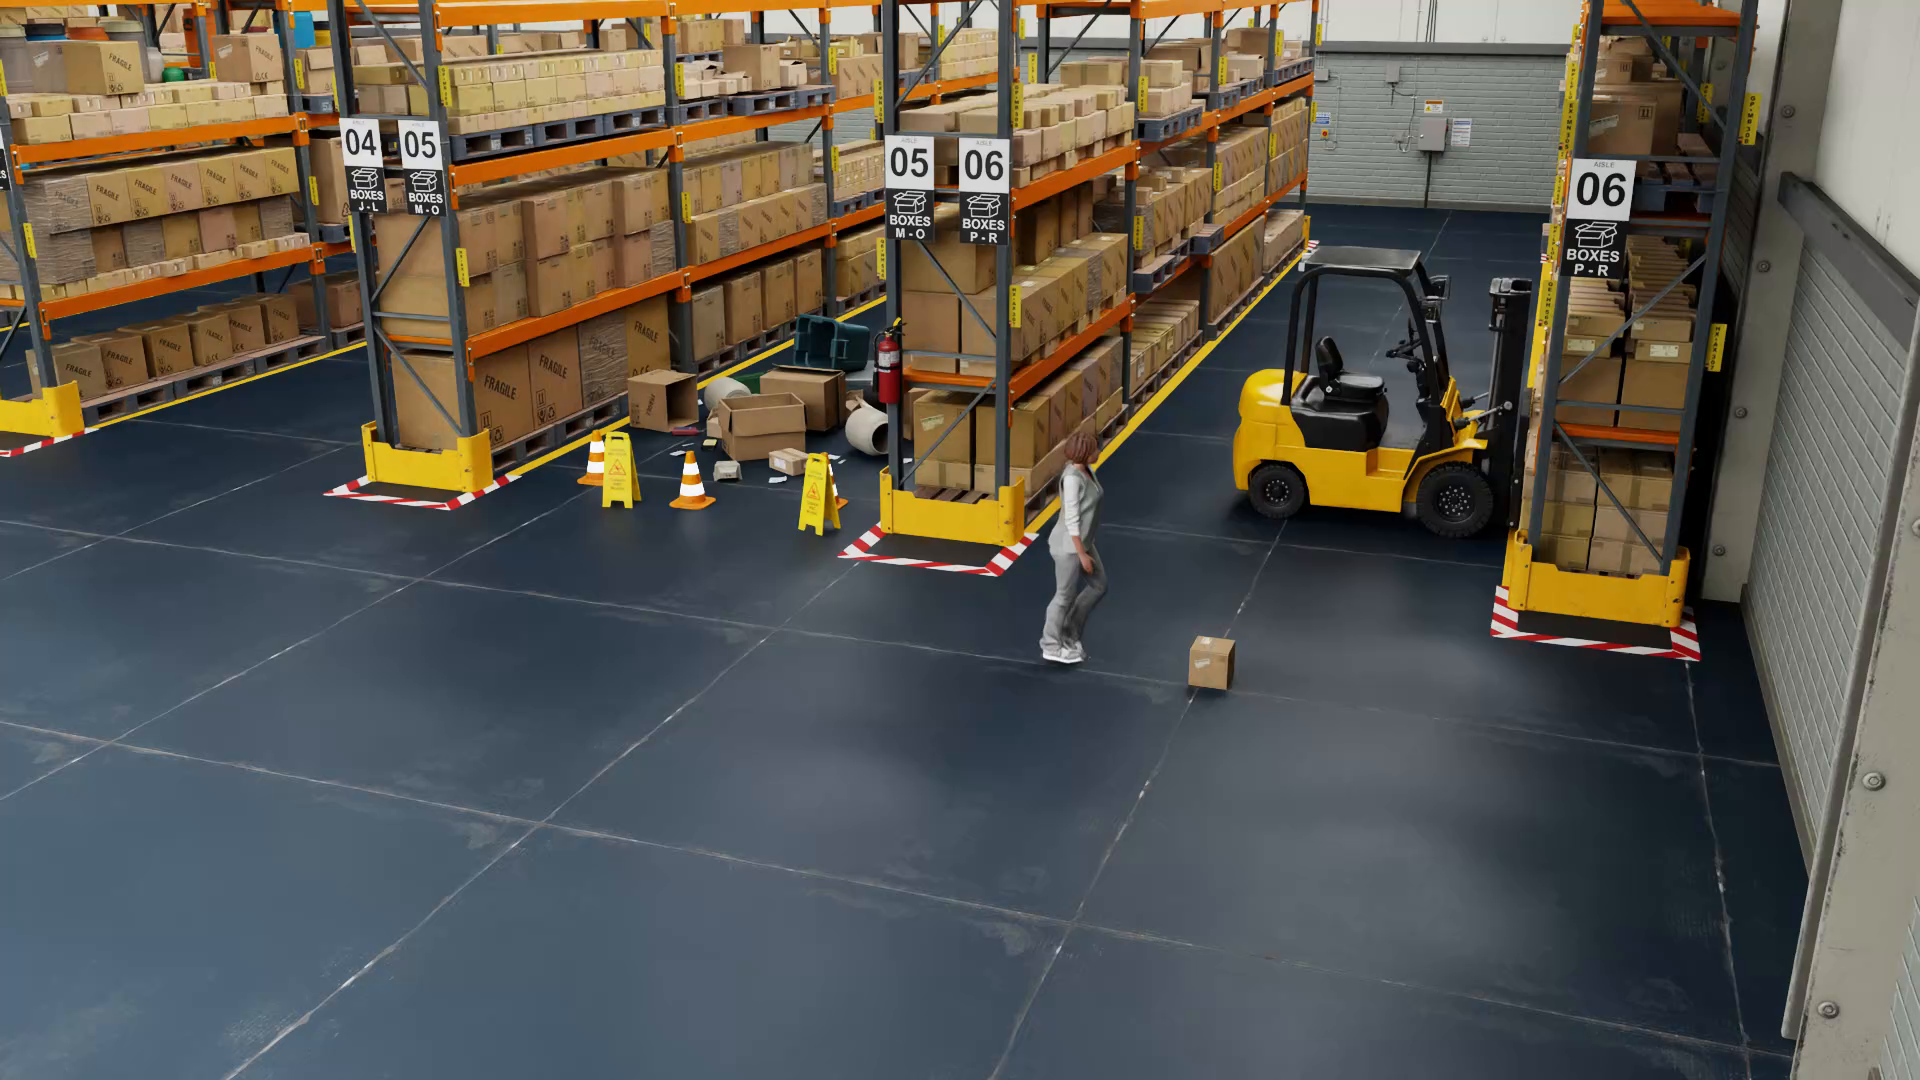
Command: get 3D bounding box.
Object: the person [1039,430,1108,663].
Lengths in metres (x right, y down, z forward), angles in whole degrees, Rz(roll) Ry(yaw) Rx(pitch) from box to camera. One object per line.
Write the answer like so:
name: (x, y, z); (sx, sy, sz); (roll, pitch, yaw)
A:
person: (0.753, 0.062, 10.921); (0.421, 1.630, 0.441); (6, 20, 18)
